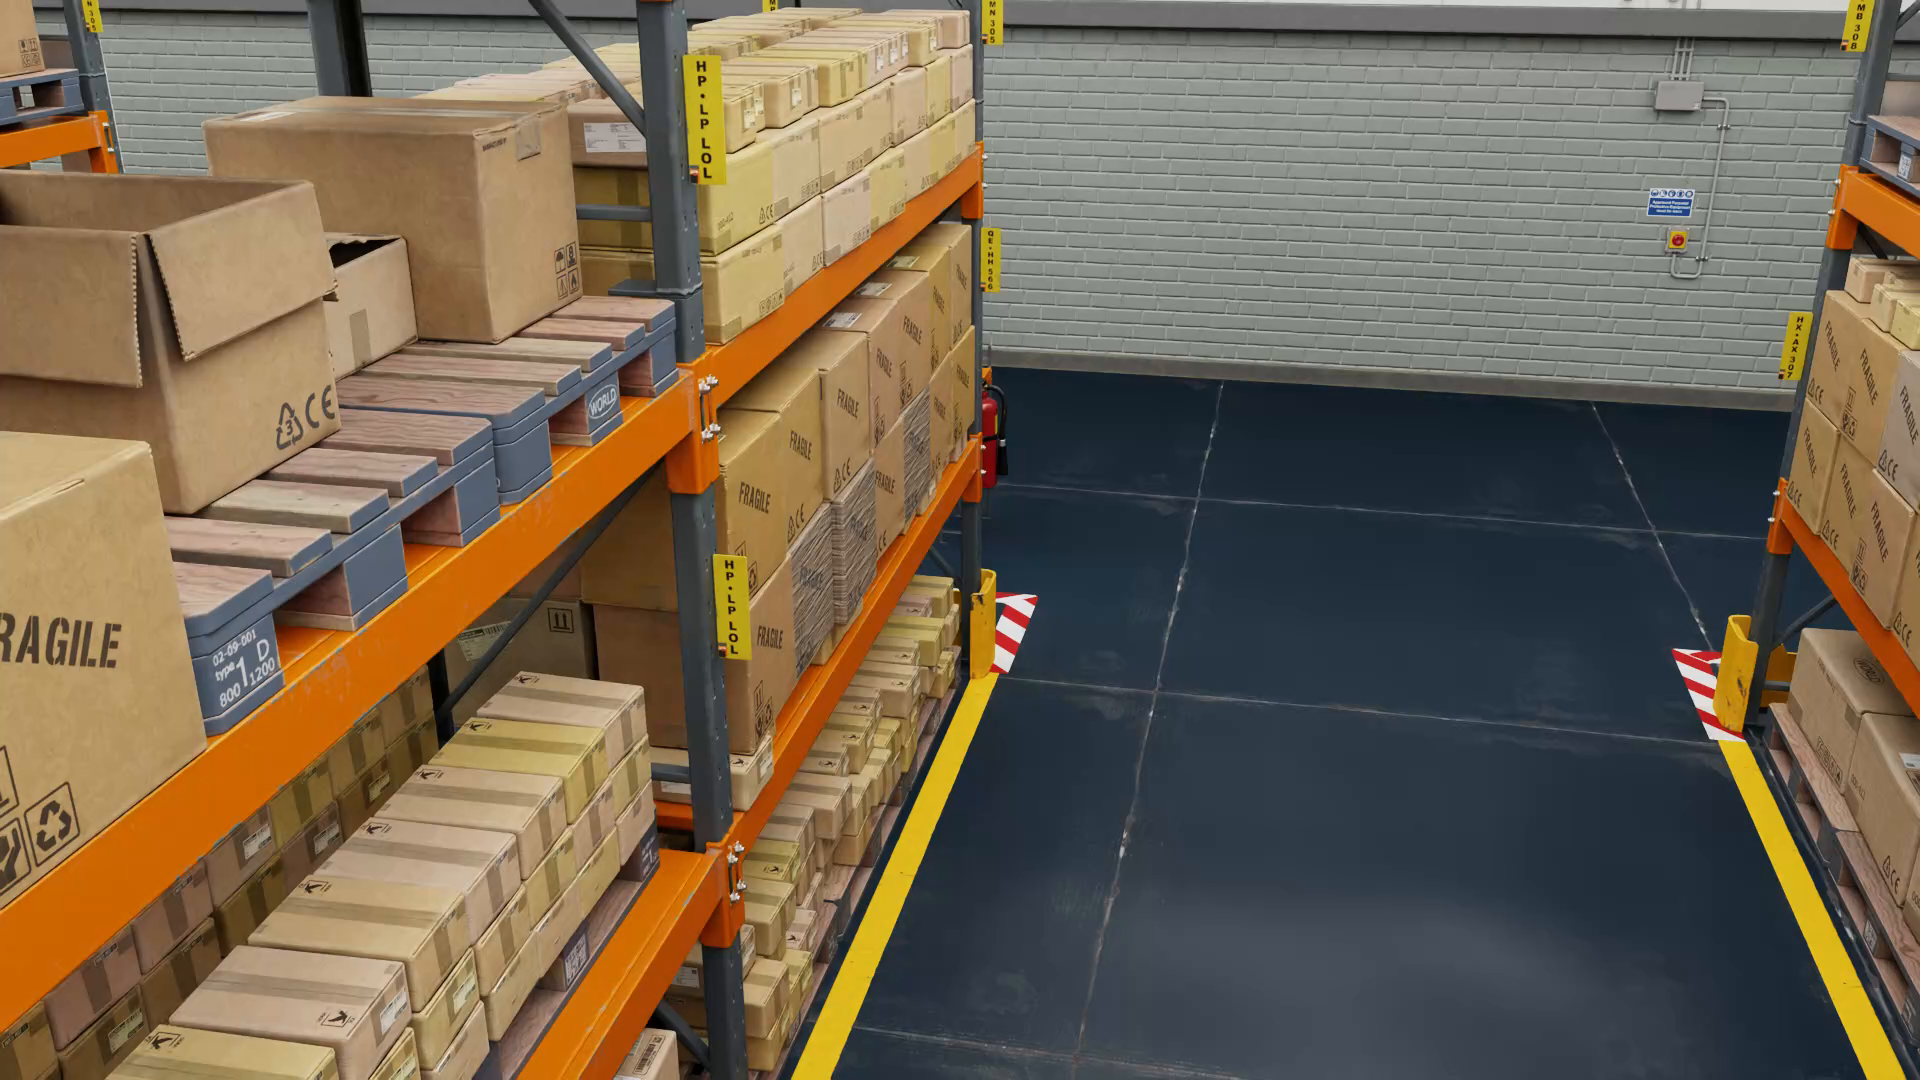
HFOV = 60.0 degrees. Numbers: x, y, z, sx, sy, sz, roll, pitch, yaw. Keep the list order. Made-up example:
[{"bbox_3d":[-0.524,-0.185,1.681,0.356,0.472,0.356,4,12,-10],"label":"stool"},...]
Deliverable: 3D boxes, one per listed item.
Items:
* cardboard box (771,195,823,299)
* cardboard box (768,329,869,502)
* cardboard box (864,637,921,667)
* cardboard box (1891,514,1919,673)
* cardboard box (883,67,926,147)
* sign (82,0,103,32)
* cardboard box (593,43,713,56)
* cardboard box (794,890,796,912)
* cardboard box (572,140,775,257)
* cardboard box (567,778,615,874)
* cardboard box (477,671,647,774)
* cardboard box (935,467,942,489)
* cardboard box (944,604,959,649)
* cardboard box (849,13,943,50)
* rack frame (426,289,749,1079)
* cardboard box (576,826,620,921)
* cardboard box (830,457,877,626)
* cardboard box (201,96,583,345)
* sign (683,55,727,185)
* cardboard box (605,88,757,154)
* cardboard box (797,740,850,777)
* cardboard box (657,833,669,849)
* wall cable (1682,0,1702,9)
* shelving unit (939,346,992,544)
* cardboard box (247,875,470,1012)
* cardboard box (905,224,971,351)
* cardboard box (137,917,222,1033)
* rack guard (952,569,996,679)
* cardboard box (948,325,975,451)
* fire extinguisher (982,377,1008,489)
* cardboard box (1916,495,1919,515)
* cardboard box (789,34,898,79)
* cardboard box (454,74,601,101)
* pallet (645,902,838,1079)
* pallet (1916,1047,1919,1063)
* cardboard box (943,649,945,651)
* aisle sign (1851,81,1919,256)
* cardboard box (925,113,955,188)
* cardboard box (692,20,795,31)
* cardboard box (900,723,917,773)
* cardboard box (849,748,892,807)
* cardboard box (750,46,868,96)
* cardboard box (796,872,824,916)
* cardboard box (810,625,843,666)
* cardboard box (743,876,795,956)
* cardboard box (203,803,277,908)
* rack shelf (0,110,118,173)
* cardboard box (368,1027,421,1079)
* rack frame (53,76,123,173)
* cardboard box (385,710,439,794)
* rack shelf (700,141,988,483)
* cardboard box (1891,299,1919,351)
[{"bbox_3d":[-0.755,-0.963,5.415,0.500,0.250,0.500,4,22,10],"label":"cardboard box"},{"bbox_3d":[-0.646,-0.475,6.148,0.500,0.500,0.500,5,22,12],"label":"cardboard box"},{"bbox_3d":[-0.396,0.575,7.867,0.380,0.149,0.250,4,22,9],"label":"cardboard box"},{"bbox_3d":[3.820,0.233,6.126,0.500,0.500,0.500,5,23,13],"label":"cardboard box"},{"bbox_3d":[-0.440,-1.763,6.731,0.500,0.250,0.500,5,22,12],"label":"cardboard box"},{"bbox_3d":[-4.691,-2.905,8.957,0.100,0.325,0.005,4,22,11],"label":"sign"},{"bbox_3d":[-1.134,-1.751,6.169,0.380,0.149,0.250,4,22,10],"label":"cardboard box"},{"bbox_3d":[-0.835,1.382,6.262,0.380,0.149,0.250,4,22,11],"label":"cardboard box"},{"bbox_3d":[-0.868,-1.020,4.886,0.500,0.250,0.500,5,23,13],"label":"cardboard box"},{"bbox_3d":[-1.141,0.733,4.395,0.380,0.149,0.250,5,22,11],"label":"cardboard box"},{"bbox_3d":[-1.092,0.499,4.576,0.380,0.149,0.250,5,23,13],"label":"cardboard box"},{"bbox_3d":[-0.298,-0.333,8.001,0.380,0.149,0.250,4,22,10],"label":"cardboard box"},{"bbox_3d":[-0.213,0.433,8.618,0.380,0.149,0.250,4,22,9],"label":"cardboard box"},{"bbox_3d":[-0.290,-2.281,7.486,0.380,0.149,0.250,5,22,12],"label":"cardboard box"},{"bbox_3d":[-1.201,0.692,5.120,1.000,3.000,0.127,4,22,11],"label":"rack frame"},{"bbox_3d":[-1.140,0.869,4.455,0.380,0.149,0.250,5,22,11],"label":"cardboard box"},{"bbox_3d":[-0.621,-0.017,6.349,0.500,0.500,0.500,4,22,10],"label":"cardboard box"},{"bbox_3d":[-1.386,-0.810,4.140,0.700,0.500,0.500,4,22,11],"label":"cardboard box"},{"bbox_3d":[-0.657,-1.081,4.288,0.100,0.325,0.005,4,22,11],"label":"sign"},{"bbox_3d":[-0.816,-1.232,4.879,0.380,0.149,0.250,4,22,9],"label":"cardboard box"},{"bbox_3d":[-0.673,0.951,6.935,0.380,0.149,0.250,4,22,9],"label":"cardboard box"},{"bbox_3d":[-1.326,1.206,6.303,0.380,0.149,0.250,4,22,10],"label":"cardboard box"},{"bbox_3d":[5.367,-5.315,12.006,0.463,3.000,0.029,4,22,11],"label":"wall cable"},{"bbox_3d":[0.034,-0.617,10.780,0.258,1.200,0.503,4,22,11],"label":"shelving unit"},{"bbox_3d":[-1.307,0.878,3.637,0.380,0.149,0.250,4,22,9],"label":"cardboard box"},{"bbox_3d":[-0.235,-1.233,8.029,0.500,0.500,0.500,4,22,10],"label":"cardboard box"},{"bbox_3d":[-1.940,0.968,3.811,0.380,0.149,0.250,5,23,13],"label":"cardboard box"},{"bbox_3d":[-0.400,0.416,9.151,1.175,0.500,0.348,4,22,11],"label":"rack guard"},{"bbox_3d":[-0.224,-0.771,8.222,0.500,0.500,0.500,5,22,12],"label":"cardboard box"},{"bbox_3d":[0.118,-0.619,8.978,0.296,0.674,0.183,4,22,11],"label":"fire extinguisher"},{"bbox_3d":[3.808,-0.226,5.928,0.500,0.500,0.500,5,22,11],"label":"cardboard box"},{"bbox_3d":[-0.457,-1.900,6.538,0.380,0.149,0.250,5,22,12],"label":"cardboard box"},{"bbox_3d":[-1.352,-1.372,5.228,0.380,0.149,0.250,4,22,11],"label":"cardboard box"},{"bbox_3d":[-1.099,1.737,6.258,1.003,0.211,1.213,4,22,11],"label":"pallet"},{"bbox_3d":[3.897,2.054,5.472,1.003,0.211,1.213,4,22,11],"label":"pallet"},{"bbox_3d":[-0.288,0.565,8.689,0.380,0.149,0.250,5,22,12],"label":"cardboard box"},{"bbox_3d":[4.213,-1.685,7.542,0.394,0.787,0.004,4,22,11],"label":"aisle sign"},{"bbox_3d":[-0.316,-1.719,7.293,0.500,0.250,0.500,4,22,11],"label":"cardboard box"},{"bbox_3d":[-0.920,-2.134,7.120,0.380,0.149,0.250,5,22,12],"label":"cardboard box"},{"bbox_3d":[-0.408,0.946,7.743,0.380,0.149,0.250,3,22,9],"label":"cardboard box"},{"bbox_3d":[-0.510,1.009,7.189,0.380,0.149,0.250,5,22,11],"label":"cardboard box"},{"bbox_3d":[-0.549,-1.708,6.063,0.380,0.149,0.250,4,22,9],"label":"cardboard box"},{"bbox_3d":[-0.755,1.422,6.562,0.380,0.149,0.250,4,22,10],"label":"cardboard box"},{"bbox_3d":[-0.663,0.342,6.326,0.380,0.149,0.250,5,22,12],"label":"cardboard box"},{"bbox_3d":[-0.814,1.337,5.976,0.380,0.149,0.250,6,23,14],"label":"cardboard box"},{"bbox_3d":[-1.891,0.734,3.994,0.380,0.149,0.250,4,22,10],"label":"cardboard box"},{"bbox_3d":[-5.628,-1.512,7.541,1.077,0.370,4.000,4,22,11],"label":"rack shelf"},{"bbox_3d":[-1.354,1.119,3.437,0.380,0.149,0.250,5,22,11],"label":"cardboard box"},{"bbox_3d":[-5.220,-1.186,9.783,1.000,3.000,0.127,4,22,11],"label":"rack frame"},{"bbox_3d":[-1.732,0.585,4.763,0.380,0.149,0.250,5,22,12],"label":"cardboard box"},{"bbox_3d":[-0.793,-1.097,6.511,1.077,0.370,4.000,4,22,11],"label":"rack shelf"},{"bbox_3d":[3.953,-0.848,6.603,0.380,0.149,0.250,4,22,9],"label":"cardboard box"}]
